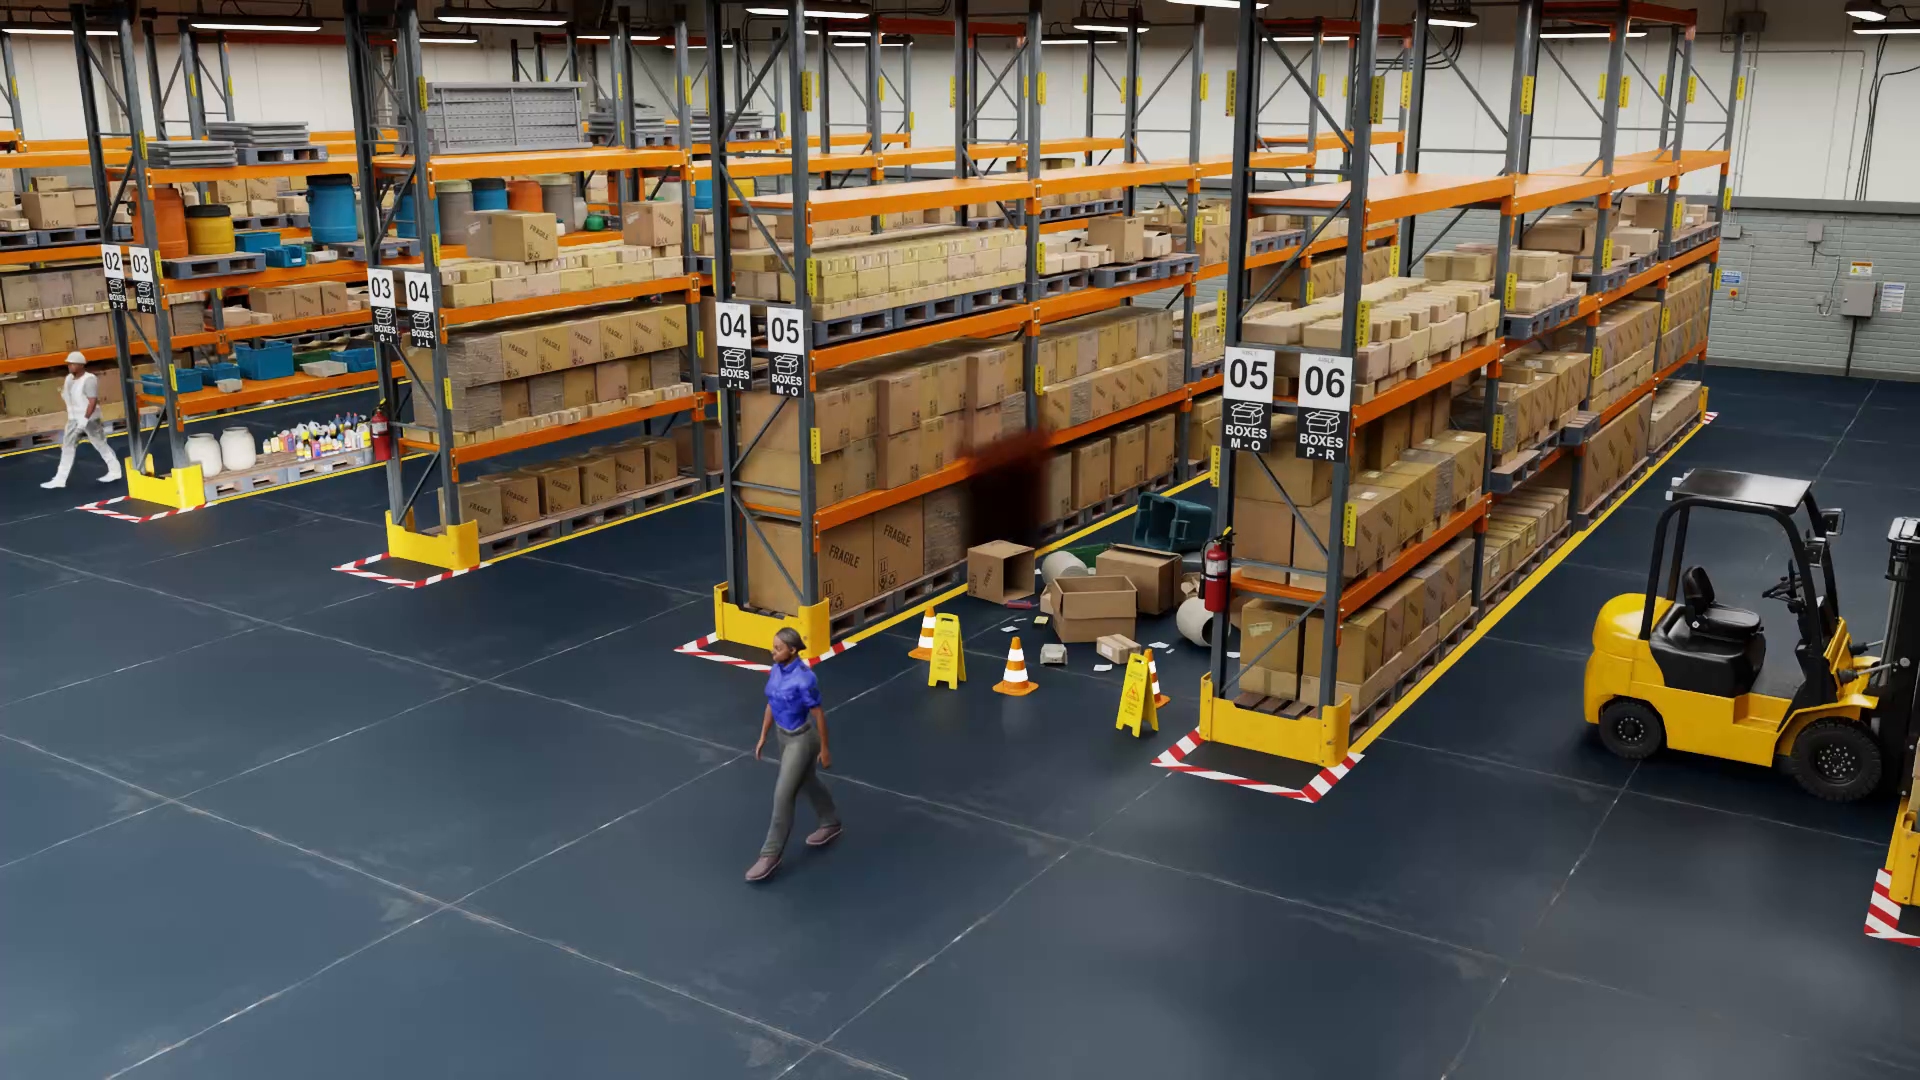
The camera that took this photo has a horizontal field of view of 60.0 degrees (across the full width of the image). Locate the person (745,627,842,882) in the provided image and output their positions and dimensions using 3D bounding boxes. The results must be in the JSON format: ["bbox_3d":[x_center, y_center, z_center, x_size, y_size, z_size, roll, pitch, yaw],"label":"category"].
[{"bbox_3d":[-1.157,1.371,11.196,0.867,1.626,0.490,-10,18,-31],"label":"person"}]

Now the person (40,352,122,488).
[{"bbox_3d":[-11.391,-1.549,21.449,0.581,1.738,0.963,6,17,21],"label":"person"}]

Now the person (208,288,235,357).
[{"bbox_3d":[-12.786,-3.502,28.574,0.607,1.706,0.532,12,20,37],"label":"person"}]
